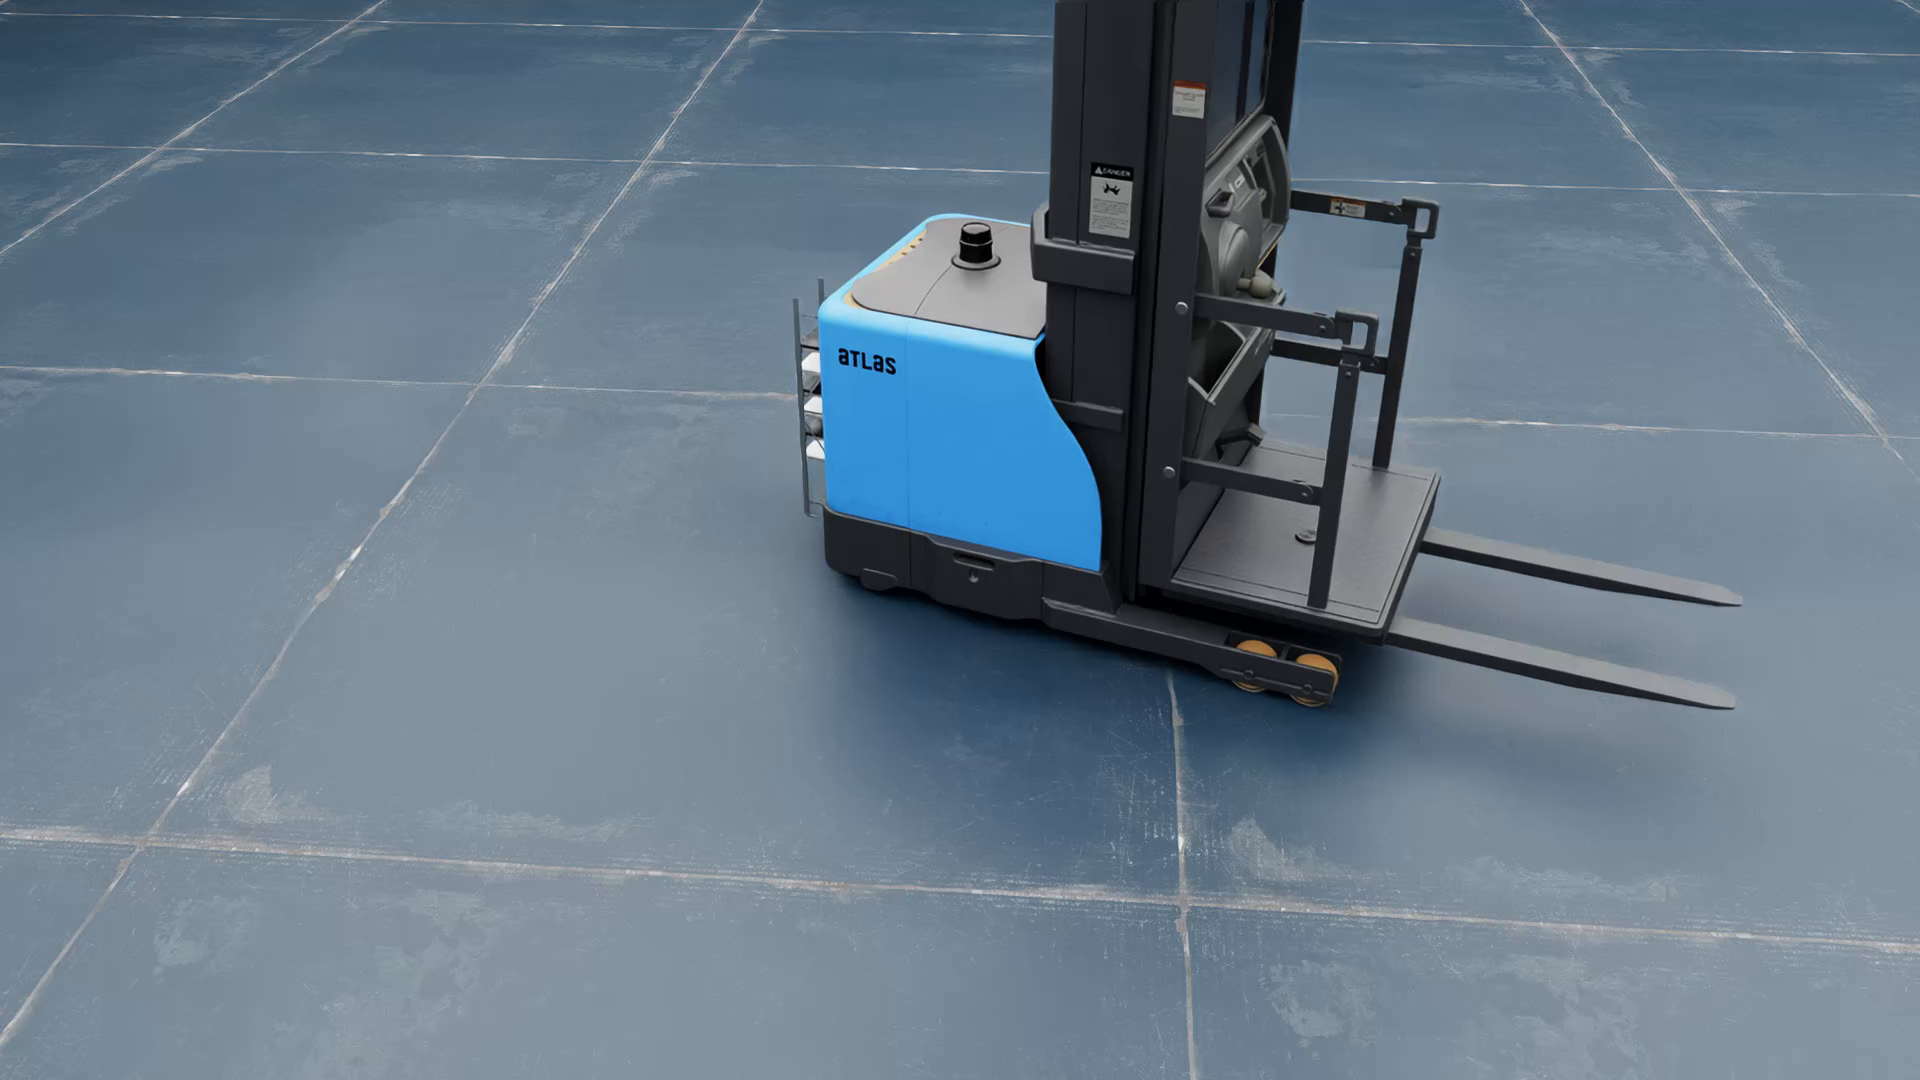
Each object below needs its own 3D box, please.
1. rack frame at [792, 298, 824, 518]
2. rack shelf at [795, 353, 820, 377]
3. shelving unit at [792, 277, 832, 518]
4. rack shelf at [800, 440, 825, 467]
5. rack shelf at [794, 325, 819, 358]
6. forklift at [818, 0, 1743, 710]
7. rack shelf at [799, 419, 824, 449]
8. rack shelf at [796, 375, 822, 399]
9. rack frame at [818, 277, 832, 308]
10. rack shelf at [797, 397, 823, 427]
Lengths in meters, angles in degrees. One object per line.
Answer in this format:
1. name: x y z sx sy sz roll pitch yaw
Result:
1. rack frame: -0.486 -0.456 6.133 0.240 0.900 0.006 12 34 19
2. rack shelf: -0.448 -0.631 6.136 0.258 0.077 0.200 12 34 19
3. shelving unit: -0.448 -0.506 6.213 0.258 0.900 0.210 12 34 19
4. rack shelf: -0.448 -0.324 6.325 0.258 0.077 0.200 12 34 19
5. rack shelf: -0.448 -0.707 6.089 0.258 0.077 0.200 12 34 19
6. forklift: 1.078 -1.028 5.125 3.031 2.935 1.130 13 34 20
7. rack shelf: -0.448 -0.401 6.278 0.258 0.077 0.200 12 34 19
8. rack shelf: -0.448 -0.554 6.183 0.258 0.077 0.200 12 34 19
9. rack frame: -0.409 -0.555 6.293 0.240 0.900 0.006 12 34 19
10. rack shelf: -0.448 -0.477 6.230 0.258 0.077 0.200 12 34 19
